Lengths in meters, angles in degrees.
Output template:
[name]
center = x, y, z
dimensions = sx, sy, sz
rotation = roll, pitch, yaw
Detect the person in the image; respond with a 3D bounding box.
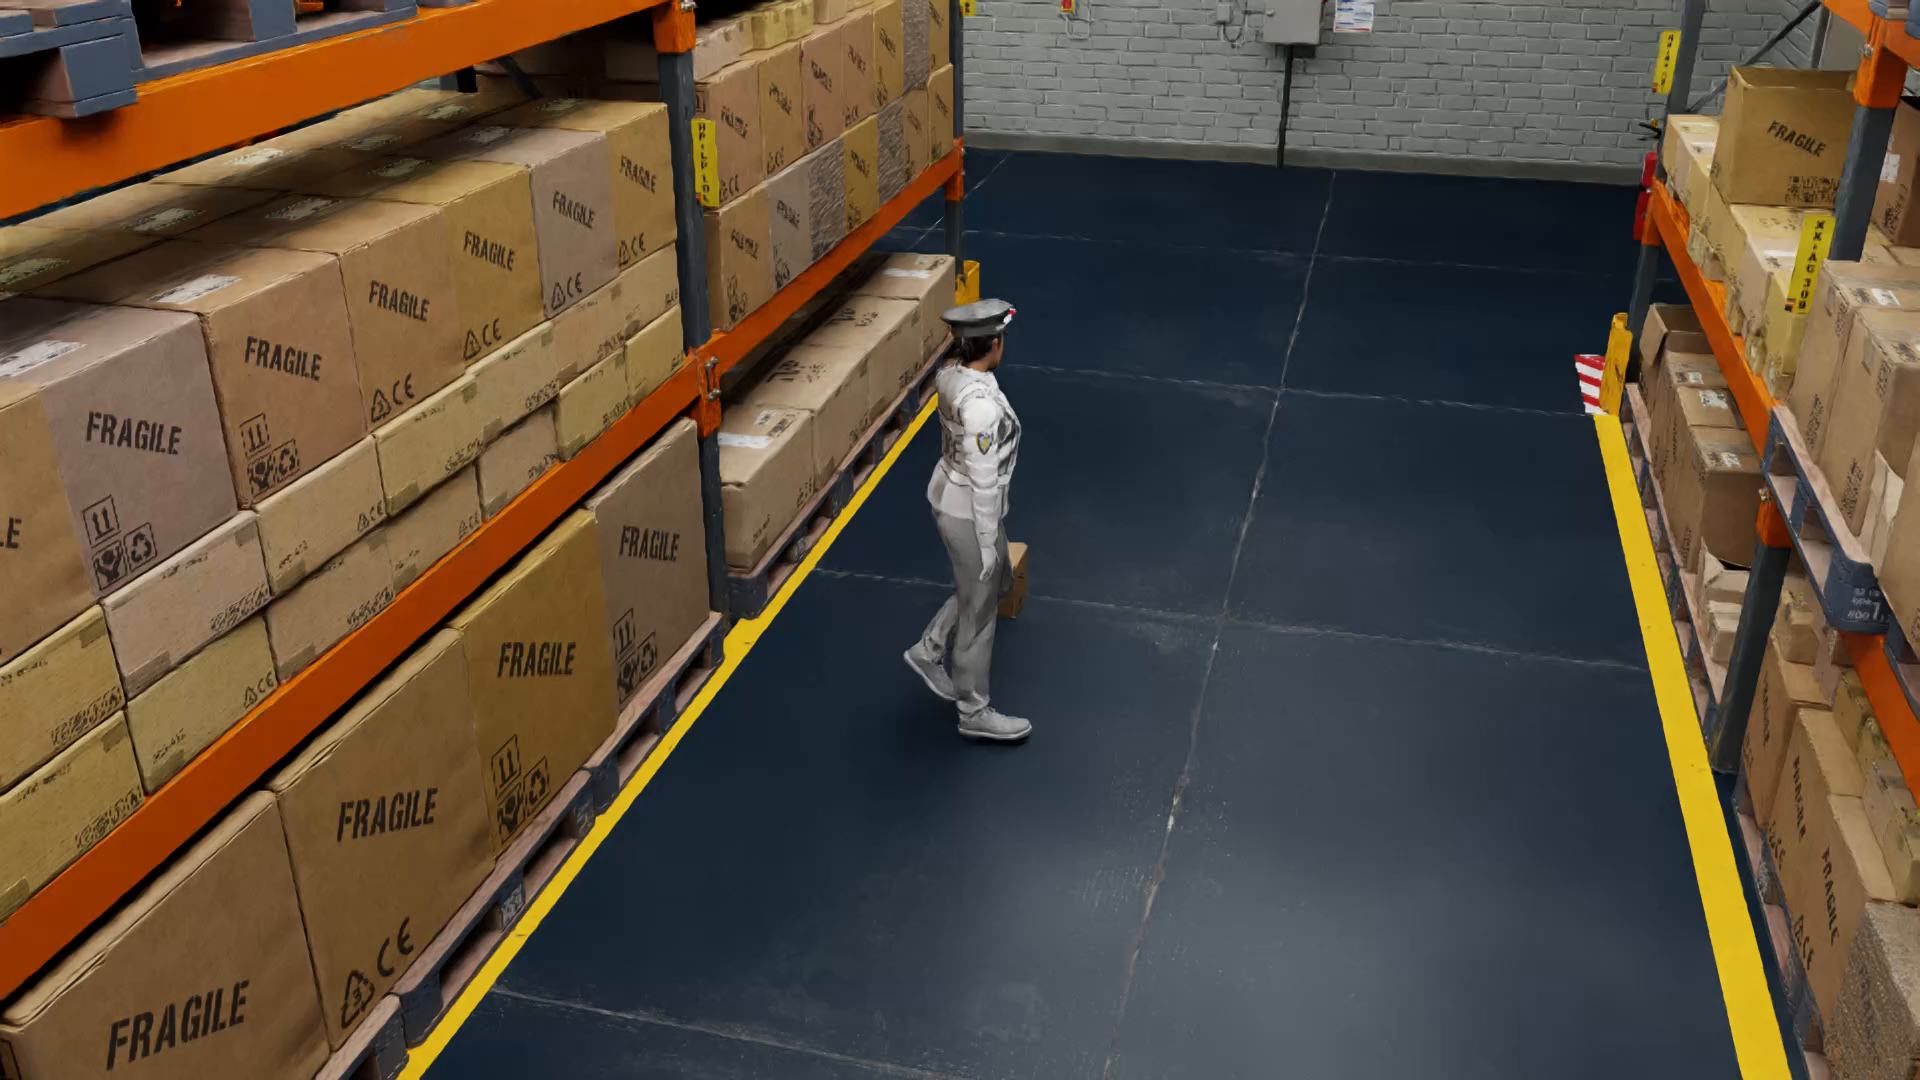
[person]
center = 0.029, -0.073, 6.244
dimensions = 0.431, 1.649, 0.554
rotation = -5, 26, -11
